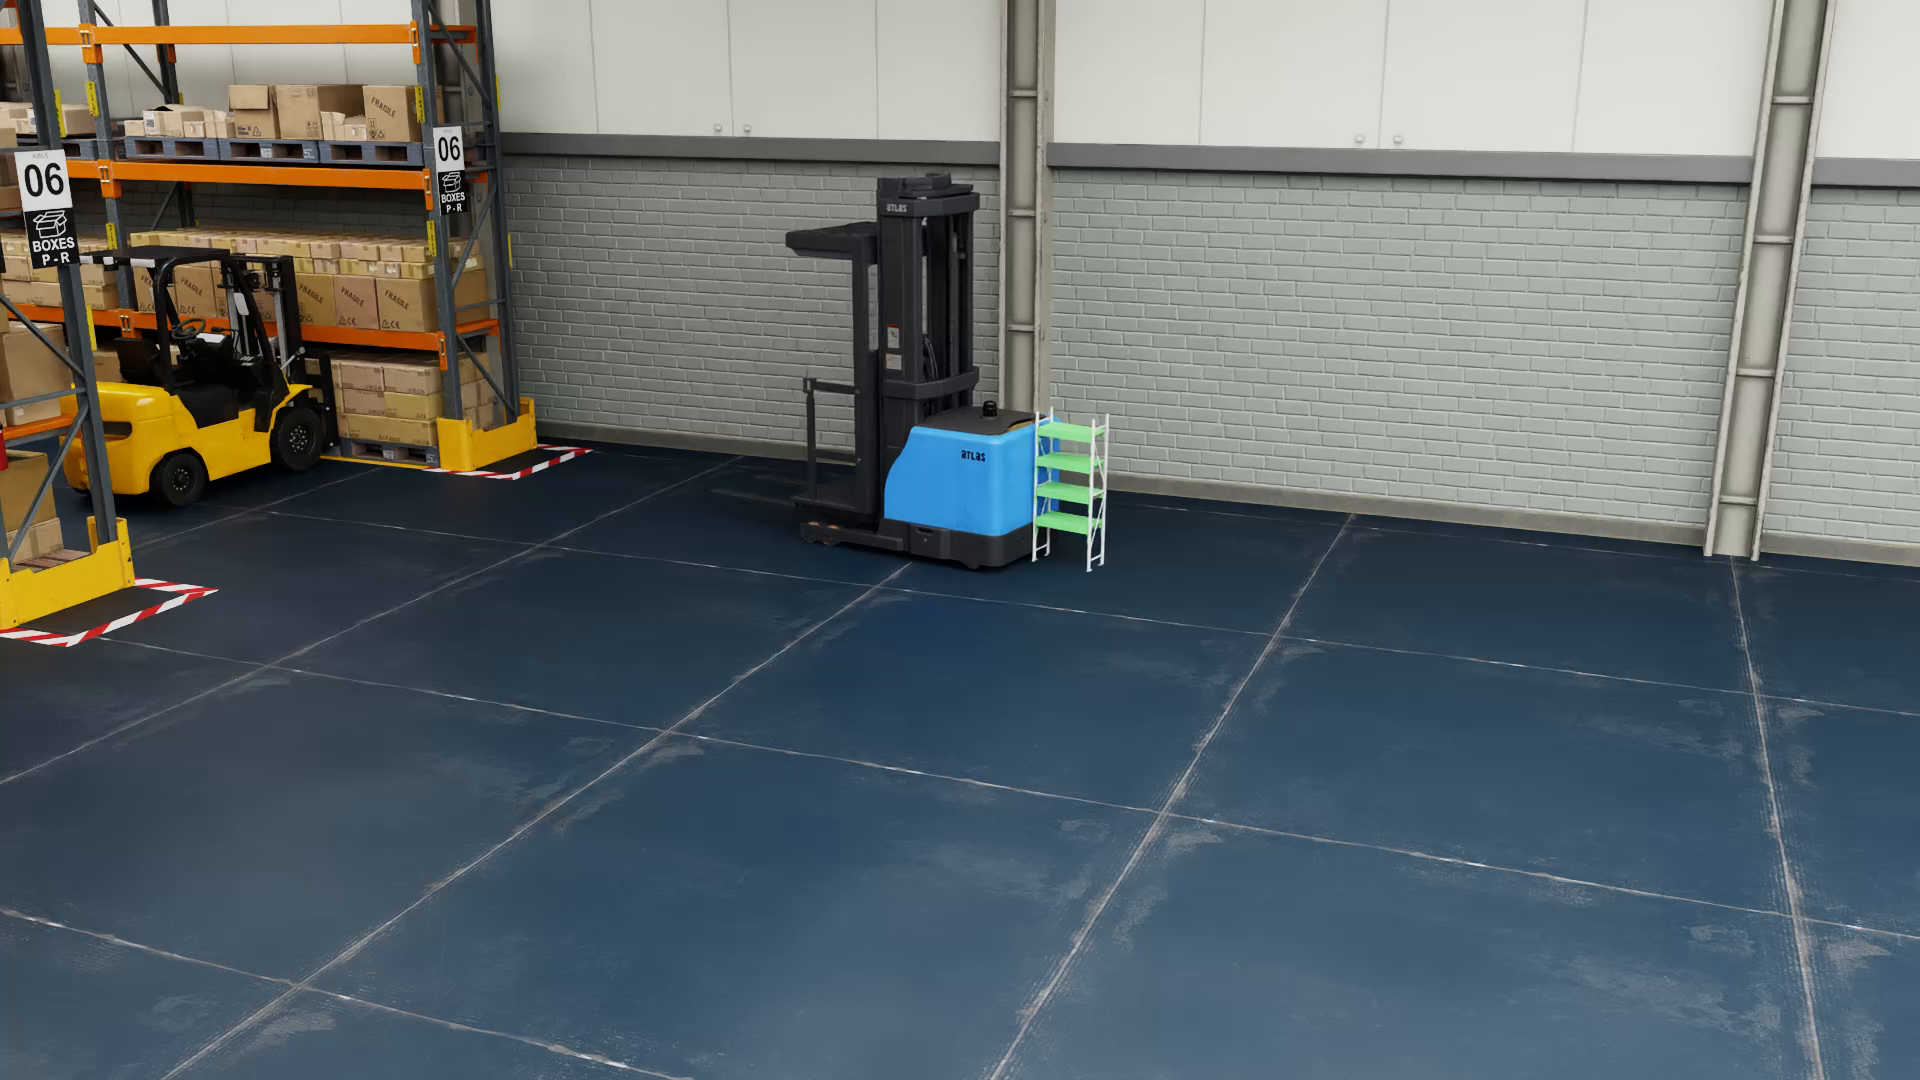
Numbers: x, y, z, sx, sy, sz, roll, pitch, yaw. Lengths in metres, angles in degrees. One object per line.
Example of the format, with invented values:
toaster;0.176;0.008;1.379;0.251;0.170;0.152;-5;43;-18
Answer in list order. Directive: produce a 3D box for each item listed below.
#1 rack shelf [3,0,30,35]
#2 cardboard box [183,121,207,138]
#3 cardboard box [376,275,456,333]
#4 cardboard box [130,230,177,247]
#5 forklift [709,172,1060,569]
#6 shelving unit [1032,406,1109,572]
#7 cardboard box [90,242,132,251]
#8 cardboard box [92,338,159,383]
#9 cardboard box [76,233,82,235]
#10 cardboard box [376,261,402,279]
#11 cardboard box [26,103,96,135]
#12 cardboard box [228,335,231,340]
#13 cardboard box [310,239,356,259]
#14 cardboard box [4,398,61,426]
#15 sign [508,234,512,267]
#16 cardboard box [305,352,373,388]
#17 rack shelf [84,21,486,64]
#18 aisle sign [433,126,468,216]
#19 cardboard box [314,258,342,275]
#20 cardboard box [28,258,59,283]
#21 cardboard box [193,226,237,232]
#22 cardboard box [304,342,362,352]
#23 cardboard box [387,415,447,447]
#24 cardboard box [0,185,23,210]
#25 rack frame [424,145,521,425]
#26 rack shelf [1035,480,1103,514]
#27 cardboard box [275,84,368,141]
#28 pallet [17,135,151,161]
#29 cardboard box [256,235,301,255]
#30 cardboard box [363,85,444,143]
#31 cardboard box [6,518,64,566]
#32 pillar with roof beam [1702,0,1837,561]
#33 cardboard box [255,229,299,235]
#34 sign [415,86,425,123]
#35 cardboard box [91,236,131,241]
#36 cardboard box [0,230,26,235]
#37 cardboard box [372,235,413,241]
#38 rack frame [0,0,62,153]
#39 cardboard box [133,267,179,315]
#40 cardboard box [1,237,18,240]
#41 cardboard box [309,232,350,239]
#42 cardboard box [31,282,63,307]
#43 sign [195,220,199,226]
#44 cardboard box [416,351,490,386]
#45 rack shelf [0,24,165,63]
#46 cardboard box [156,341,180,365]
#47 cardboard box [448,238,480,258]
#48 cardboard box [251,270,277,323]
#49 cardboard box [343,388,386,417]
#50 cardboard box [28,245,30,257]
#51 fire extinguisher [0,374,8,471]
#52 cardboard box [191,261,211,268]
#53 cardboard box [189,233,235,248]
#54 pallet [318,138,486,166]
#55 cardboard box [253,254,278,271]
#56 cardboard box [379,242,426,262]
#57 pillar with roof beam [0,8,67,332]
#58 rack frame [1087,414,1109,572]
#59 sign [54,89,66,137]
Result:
rack shelf;-8.357;-3.711;11.611;4.000;0.370;1.077;6;17;21
cardboard box;-7.378;-4.035;16.331;0.250;0.149;0.380;7;18;22
cardboard box;-5.232;-2.290;16.003;0.500;0.500;0.500;6;17;19
cardboard box;-8.212;-3.062;16.964;0.250;0.149;0.380;7;17;22
forklift;-0.708;-1.472;13.488;3.031;2.935;1.130;10;19;31
shelving unit;0.853;-0.398;12.880;0.503;1.200;0.258;11;19;31
cardboard box;-8.799;-3.006;17.305;0.250;0.149;0.380;7;18;23
cardboard box;-8.889;-1.781;17.934;0.625;0.625;0.875;7;18;23
cardboard box;-9.814;-3.264;18.195;0.250;0.149;0.380;6;17;20
cardboard box;-5.352;-2.601;15.909;0.250;0.149;0.380;7;17;22
cardboard box;-9.162;-4.327;17.046;0.500;0.311;0.500;6;17;19
cardboard box;-7.871;-2.030;17.672;0.500;0.250;0.500;7;17;22
cardboard box;-6.070;-2.824;16.144;0.250;0.149;0.380;7;18;22
cardboard box;-6.736;-0.940;11.982;0.250;0.149;0.380;6;17;21
sign;-4.469;-2.857;16.440;0.005;0.325;0.100;6;17;21
cardboard box;-6.171;-1.687;16.490;0.500;0.250;0.500;7;17;21
rack shelf;-6.539;-4.808;16.102;4.000;0.370;1.077;6;17;21
aisle sign;-4.725;-3.425;15.430;0.004;0.787;0.394;6;17;21
cardboard box;-6.063;-2.686;16.204;0.250;0.149;0.380;6;17;19
cardboard box;-9.431;-2.872;17.558;0.500;0.250;0.500;6;17;19
cardboard box;-7.773;-3.181;17.373;0.250;0.149;0.380;6;17;19
cardboard box;-6.458;-1.878;17.147;0.500;0.250;0.500;6;17;20
cardboard box;-5.231;-1.107;16.286;0.500;0.250;0.500;6;17;21
cardboard box;-6.686;-2.410;11.666;0.250;0.149;0.380;6;17;21
rack frame;-4.678;-2.260;16.078;0.127;3.000;1.000;6;17;21
rack shelf;0.852;-0.336;12.898;0.480;0.148;0.258;11;19;31
cardboard box;-6.096;-4.111;15.962;0.500;0.500;0.700;6;17;21
pallet;-9.225;-4.105;17.395;1.217;0.209;0.805;6;17;18
cardboard box;-6.746;-2.930;16.509;0.250;0.149;0.380;6;17;21
cardboard box;-5.180;-3.980;15.511;0.500;0.500;0.500;7;18;22
cardboard box;-7.145;-0.008;12.498;0.500;0.250;0.500;6;17;20
pillar with roof beam;4.588;-3.102;8.218;0.400;9.000;9.100;6;17;21
cardboard box;-7.032;-3.116;17.151;0.250;0.149;0.380;6;17;20
sign;-4.890;-3.948;15.067;0.005;0.325;0.100;6;17;21
cardboard box;-9.110;-3.187;17.929;0.250;0.149;0.380;6;17;20
cardboard box;-10.509;-3.359;18.521;0.250;0.149;0.380;6;17;20
cardboard box;-5.619;-2.940;16.544;0.250;0.149;0.380;6;17;21
rack frame;-6.496;-3.853;10.806;0.127;3.000;1.000;6;17;21
cardboard box;-8.082;-2.604;17.084;0.500;0.500;0.500;6;17;19
cardboard box;-10.273;-3.136;17.753;0.250;0.149;0.380;6;17;19
cardboard box;-6.341;-3.018;16.812;0.250;0.149;0.380;6;17;21
cardboard box;-9.434;-2.631;17.624;0.500;0.250;0.500;6;17;20
sign;-8.197;-3.267;17.852;0.005;0.325;0.100;6;17;21
cardboard box;-5.056;-1.720;16.602;0.500;0.250;0.500;6;17;20
rack shelf;-10.260;-5.217;17.512;4.000;0.370;1.077;6;17;21
cardboard box;-8.064;-1.900;17.222;0.500;0.250;0.500;6;17;20
cardboard box;-4.912;-2.852;16.241;0.250;0.149;0.380;6;17;20
cardboard box;-6.660;-2.447;16.541;0.500;0.500;0.500;6;17;21
cardboard box;-5.708;-1.404;16.411;0.500;0.250;0.500;6;17;20
cardboard box;-9.547;-3.059;17.487;0.250;0.149;0.380;6;17;19
fire extinguisher;-6.559;-0.804;11.201;0.183;0.674;0.296;6;17;21
cardboard box;-7.503;-2.838;16.726;0.250;0.149;0.380;7;17;22
cardboard box;-7.493;-2.982;16.688;0.250;0.149;0.380;7;17;22
pallet;-5.327;-3.737;15.944;1.213;0.211;1.003;6;17;21
cardboard box;-6.768;-2.764;16.473;0.250;0.149;0.380;6;17;19
cardboard box;-5.330;-2.761;15.929;0.250;0.149;0.380;6;17;21
pillar with roof beam;-12.156;-4.943;14.560;0.400;9.000;9.100;6;17;21
rack frame;1.058;-0.358;12.754;0.015;1.200;0.240;11;19;31
sign;-6.297;-2.973;11.587;0.005;0.325;0.100;6;17;21
